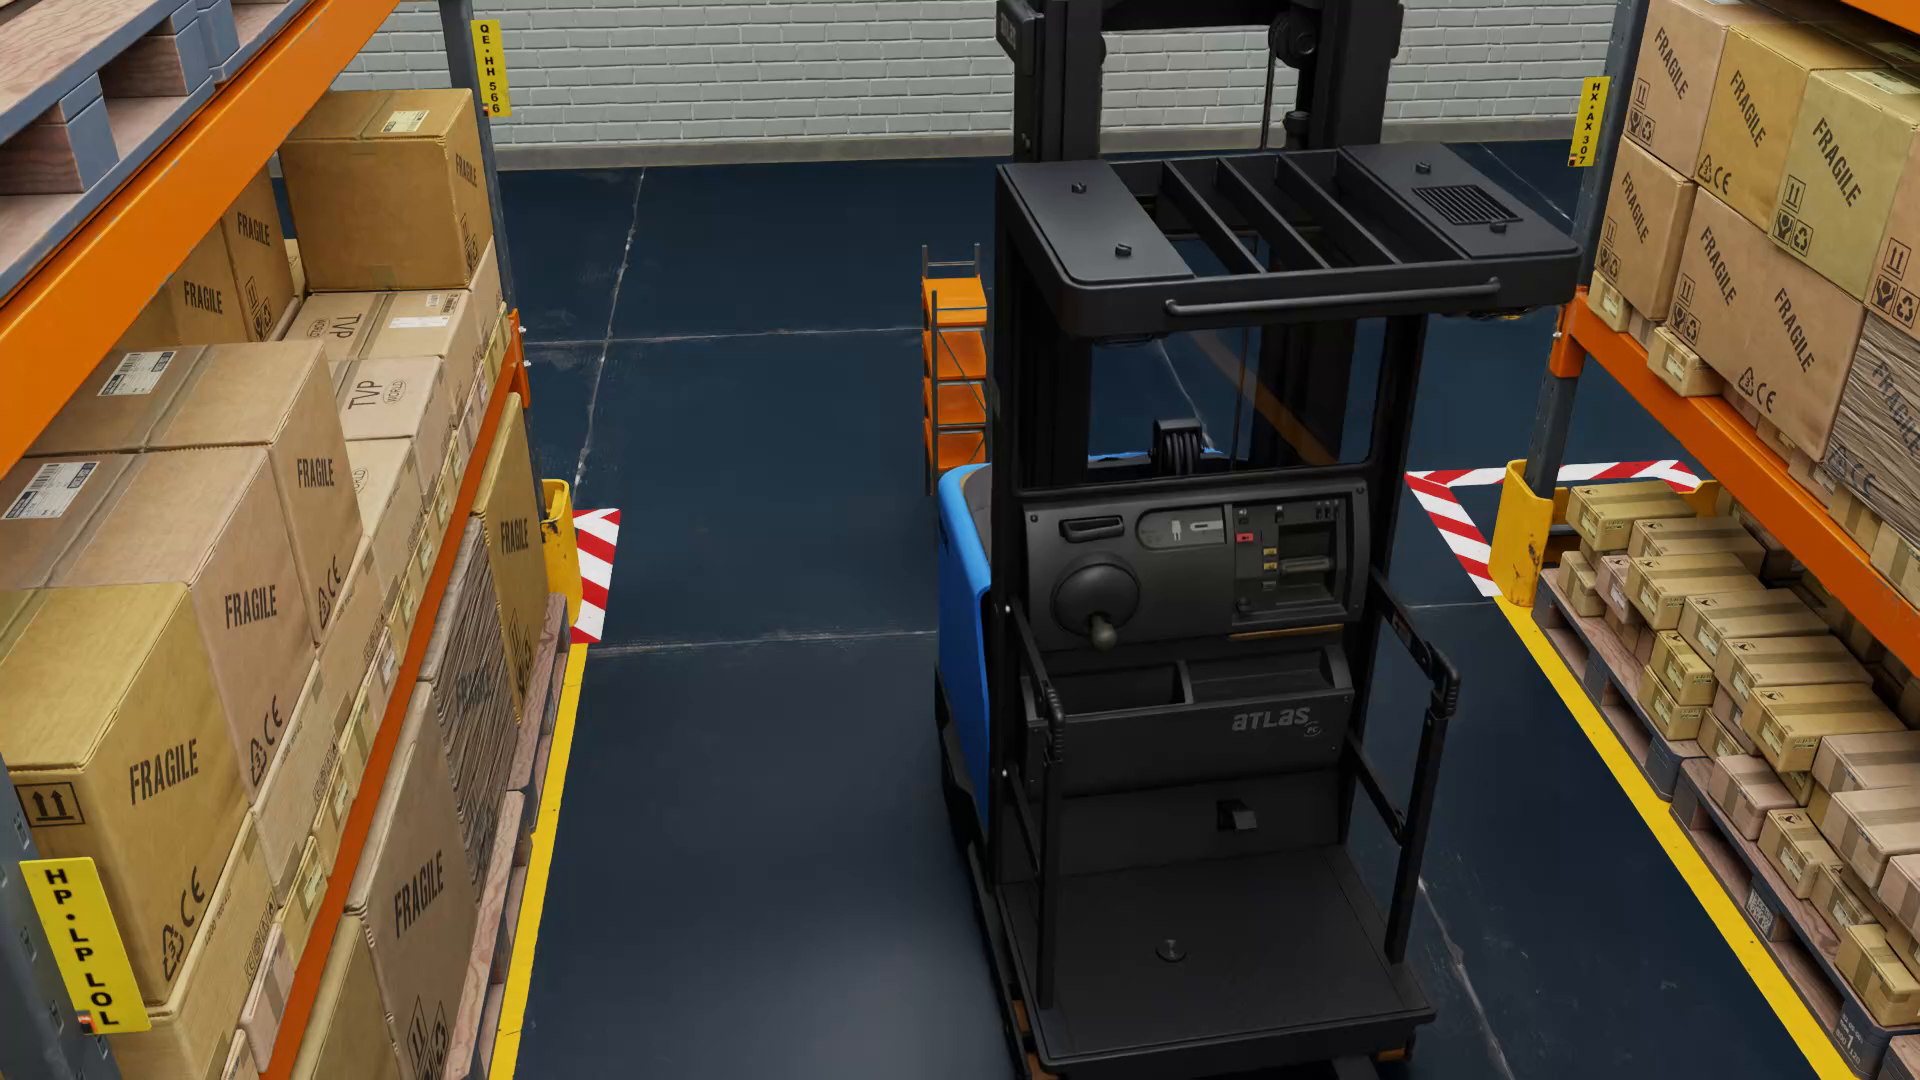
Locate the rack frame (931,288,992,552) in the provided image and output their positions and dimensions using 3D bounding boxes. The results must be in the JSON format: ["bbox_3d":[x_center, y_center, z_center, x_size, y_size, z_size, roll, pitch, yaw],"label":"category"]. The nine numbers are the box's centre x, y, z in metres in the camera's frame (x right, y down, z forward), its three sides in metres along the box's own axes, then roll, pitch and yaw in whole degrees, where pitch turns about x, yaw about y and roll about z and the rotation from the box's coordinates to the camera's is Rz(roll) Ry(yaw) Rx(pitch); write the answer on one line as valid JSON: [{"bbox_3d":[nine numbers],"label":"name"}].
[{"bbox_3d":[0.007,-0.475,6.875,0.240,1.200,0.015,-3,31,-5],"label":"rack frame"}]

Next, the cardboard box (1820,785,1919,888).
[{"bbox_3d":[2.702,0.835,4.717,0.380,0.149,0.250,-4,31,-6],"label":"cardboard box"}]

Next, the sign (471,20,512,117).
[{"bbox_3d":[-1.591,-1.596,5.636,0.100,0.325,0.005,-3,31,-5],"label":"sign"}]

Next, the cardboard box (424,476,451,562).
[{"bbox_3d":[-1.650,-0.050,4.654,0.380,0.149,0.250,-3,31,-4],"label":"cardboard box"}]

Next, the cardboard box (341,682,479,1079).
[{"bbox_3d":[-1.825,0.996,4.320,0.875,0.875,0.875,-3,31,-5],"label":"cardboard box"}]

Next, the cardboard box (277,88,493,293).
[{"bbox_3d":[-1.825,-1.127,5.337,0.500,0.500,0.500,-2,31,-4],"label":"cardboard box"}]

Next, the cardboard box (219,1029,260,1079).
[{"bbox_3d":[-1.455,1.005,2.887,0.380,0.149,0.250,-3,31,-4],"label":"cardboard box"}]

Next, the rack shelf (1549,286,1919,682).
[{"bbox_3d":[3.002,0.166,4.748,1.077,0.370,4.000,-3,31,-5],"label":"rack shelf"}]

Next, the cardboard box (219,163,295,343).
[{"bbox_3d":[-2.310,-0.850,4.873,0.500,0.500,0.500,-3,31,-6],"label":"cardboard box"}]

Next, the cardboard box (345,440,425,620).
[{"bbox_3d":[-1.676,-0.022,4.218,0.500,0.250,0.500,-3,31,-4],"label":"cardboard box"}]

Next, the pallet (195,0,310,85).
[{"bbox_3d":[-1.936,-1.225,3.537,1.003,0.211,1.213,-3,31,-5],"label":"pallet"}]

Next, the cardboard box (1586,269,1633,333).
[{"bbox_3d":[2.519,-0.875,6.035,0.380,0.149,0.250,-3,31,-5],"label":"cardboard box"}]

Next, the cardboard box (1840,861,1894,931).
[{"bbox_3d":[2.789,0.975,4.772,0.380,0.149,0.250,-4,31,-7],"label":"cardboard box"}]

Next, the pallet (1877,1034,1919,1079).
[{"bbox_3d":[3.091,1.734,4.141,1.003,0.211,1.213,-3,31,-5],"label":"pallet"}]

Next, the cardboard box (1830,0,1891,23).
[{"bbox_3d":[3.106,-1.542,5.544,0.500,0.500,0.500,-3,31,-6],"label":"cardboard box"}]

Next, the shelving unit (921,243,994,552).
[{"bbox_3d":[-0.015,-0.600,7.084,0.258,1.200,0.503,-3,31,-5],"label":"shelving unit"}]

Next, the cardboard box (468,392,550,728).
[{"bbox_3d":[-1.993,0.077,5.859,0.875,0.875,0.875,-3,31,-5],"label":"cardboard box"}]

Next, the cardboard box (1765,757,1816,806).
[{"bbox_3d":[2.791,0.699,5.236,0.380,0.149,0.250,-1,31,-2],"label":"cardboard box"}]

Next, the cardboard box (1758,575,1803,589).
[{"bbox_3d":[3.120,0.144,6.165,0.380,0.149,0.250,-3,31,-6],"label":"cardboard box"}]

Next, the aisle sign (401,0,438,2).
[{"bbox_3d":[-1.840,-2.145,5.381,0.394,0.787,0.004,-3,31,-5],"label":"aisle sign"}]

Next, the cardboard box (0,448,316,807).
[{"bbox_3d":[-1.587,0.170,3.164,0.500,0.500,0.500,-3,31,-5],"label":"cardboard box"}]

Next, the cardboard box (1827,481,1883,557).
[{"bbox_3d":[2.716,-0.081,4.705,0.380,0.149,0.250,-2,31,-3],"label":"cardboard box"}]

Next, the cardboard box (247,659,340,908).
[{"bbox_3d":[-1.583,0.494,3.353,0.500,0.250,0.500,-3,31,-5],"label":"cardboard box"}]

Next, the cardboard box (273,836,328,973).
[{"bbox_3d":[-1.505,0.737,3.337,0.380,0.149,0.250,-2,31,-3],"label":"cardboard box"}]

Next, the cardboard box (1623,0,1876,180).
[{"bbox_3d":[2.593,-1.522,5.510,0.500,0.500,0.500,-3,31,-5],"label":"cardboard box"}]

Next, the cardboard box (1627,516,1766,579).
[{"bbox_3d":[2.672,0.043,6.043,0.380,0.149,0.250,-2,31,-4],"label":"cardboard box"}]

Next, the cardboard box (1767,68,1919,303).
[{"bbox_3d":[2.673,-0.998,4.633,0.500,0.500,0.500,-3,31,-6],"label":"cardboard box"}]

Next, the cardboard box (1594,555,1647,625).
[{"bbox_3d":[2.578,0.174,6.114,0.380,0.149,0.250,-3,31,-5],"label":"cardboard box"}]

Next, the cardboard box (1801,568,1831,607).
[{"bbox_3d":[3.234,0.140,5.882,0.380,0.149,0.250,-3,31,-6],"label":"cardboard box"}]

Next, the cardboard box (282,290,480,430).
[{"bbox_3d":[-1.776,-0.547,5.098,0.500,0.250,0.500,-3,31,-5],"label":"cardboard box"}]

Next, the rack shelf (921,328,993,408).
[{"bbox_3d":[-0.015,-0.734,7.004,0.258,0.148,0.480,-3,31,-5],"label":"rack shelf"}]

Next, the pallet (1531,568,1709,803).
[{"bbox_3d":[2.863,0.488,6.226,1.003,0.211,1.213,-3,31,-5],"label":"pallet"}]

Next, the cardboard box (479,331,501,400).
[{"bbox_3d":[-1.745,-0.571,5.526,0.380,0.149,0.250,-2,31,-4],"label":"cardboard box"}]

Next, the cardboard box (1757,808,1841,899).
[{"bbox_3d":[2.703,0.952,5.102,0.380,0.149,0.250,-3,31,-5],"label":"cardboard box"}]

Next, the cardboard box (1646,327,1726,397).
[{"bbox_3d":[2.556,-0.607,5.586,0.380,0.149,0.250,-4,31,-6],"label":"cardboard box"}]

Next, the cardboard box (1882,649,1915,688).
[{"bbox_3d":[3.276,0.409,5.430,0.380,0.149,0.250,-2,31,-3],"label":"cardboard box"}]

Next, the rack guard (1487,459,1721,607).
[{"bbox_3d":[2.822,-0.052,6.850,1.175,0.500,0.348,-3,31,-5],"label":"rack guard"}]

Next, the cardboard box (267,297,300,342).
[{"bbox_3d":[-2.301,-0.518,5.048,0.500,0.250,0.500,-3,31,-5],"label":"cardboard box"}]

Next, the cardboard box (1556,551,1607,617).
[{"bbox_3d":[2.546,0.163,6.423,0.380,0.149,0.250,-2,31,-4],"label":"cardboard box"}]

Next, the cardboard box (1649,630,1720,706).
[{"bbox_3d":[2.605,0.431,5.683,0.380,0.149,0.250,-2,31,-3],"label":"cardboard box"}]

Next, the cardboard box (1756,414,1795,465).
[{"bbox_3d":[2.718,-0.342,5.142,0.380,0.149,0.250,-3,31,-5],"label":"cardboard box"}]

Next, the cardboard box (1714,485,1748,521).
[{"bbox_3d":[3.117,-0.118,6.312,0.380,0.149,0.250,-2,31,-4],"label":"cardboard box"}]

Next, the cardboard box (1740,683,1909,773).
[{"bbox_3d":[2.669,0.579,5.146,0.380,0.149,0.250,-2,31,-4],"label":"cardboard box"}]

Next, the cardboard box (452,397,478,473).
[{"bbox_3d":[-1.701,-0.315,5.097,0.380,0.149,0.250,-2,31,-4],"label":"cardboard box"}]

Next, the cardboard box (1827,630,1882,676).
[{"bbox_3d":[3.122,0.415,5.710,0.380,0.149,0.250,-3,31,-5],"label":"cardboard box"}]

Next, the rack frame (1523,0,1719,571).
[{"bbox_3d":[2.815,-1.164,6.273,1.000,3.000,0.127,-3,31,-5],"label":"rack frame"}]

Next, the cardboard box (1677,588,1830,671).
[{"bbox_3d":[2.673,0.300,5.612,0.380,0.149,0.250,-4,31,-7],"label":"cardboard box"}]

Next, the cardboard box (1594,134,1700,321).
[{"bbox_3d":[2.582,-1.092,5.766,0.500,0.500,0.500,-1,31,-2],"label":"cardboard box"}]

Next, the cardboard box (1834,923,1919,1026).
[{"bbox_3d":[2.716,1.210,4.670,0.380,0.149,0.250,-3,31,-5],"label":"cardboard box"}]

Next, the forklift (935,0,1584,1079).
[{"bbox_3d":[0.668,0.116,4.197,1.130,2.935,3.031,-5,31,-8],"label":"forklift"}]

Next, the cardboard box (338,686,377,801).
[{"bbox_3d":[-1.555,0.472,3.780,0.380,0.149,0.250,-3,31,-5],"label":"cardboard box"}]

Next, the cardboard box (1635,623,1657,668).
[{"bbox_3d":[2.682,0.419,5.994,0.380,0.149,0.250,-2,31,-4],"label":"cardboard box"}]

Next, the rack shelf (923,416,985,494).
[{"bbox_3d":[-0.015,-0.371,7.220,0.258,0.148,0.480,-3,31,-5],"label":"rack shelf"}]

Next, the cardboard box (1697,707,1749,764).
[{"bbox_3d":[2.715,0.680,5.557,0.380,0.149,0.250,-3,31,-4],"label":"cardboard box"}]

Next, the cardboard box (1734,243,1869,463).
[{"bbox_3d":[2.691,-0.569,4.890,0.500,0.500,0.500,-2,31,-4],"label":"cardboard box"}]

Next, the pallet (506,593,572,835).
[{"bbox_3d":[-1.980,0.624,6.000,1.003,0.211,1.213,-3,31,-5],"label":"pallet"}]

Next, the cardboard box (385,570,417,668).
[{"bbox_3d":[-1.602,0.209,4.219,0.380,0.149,0.250,-4,31,-6],"label":"cardboard box"}]
